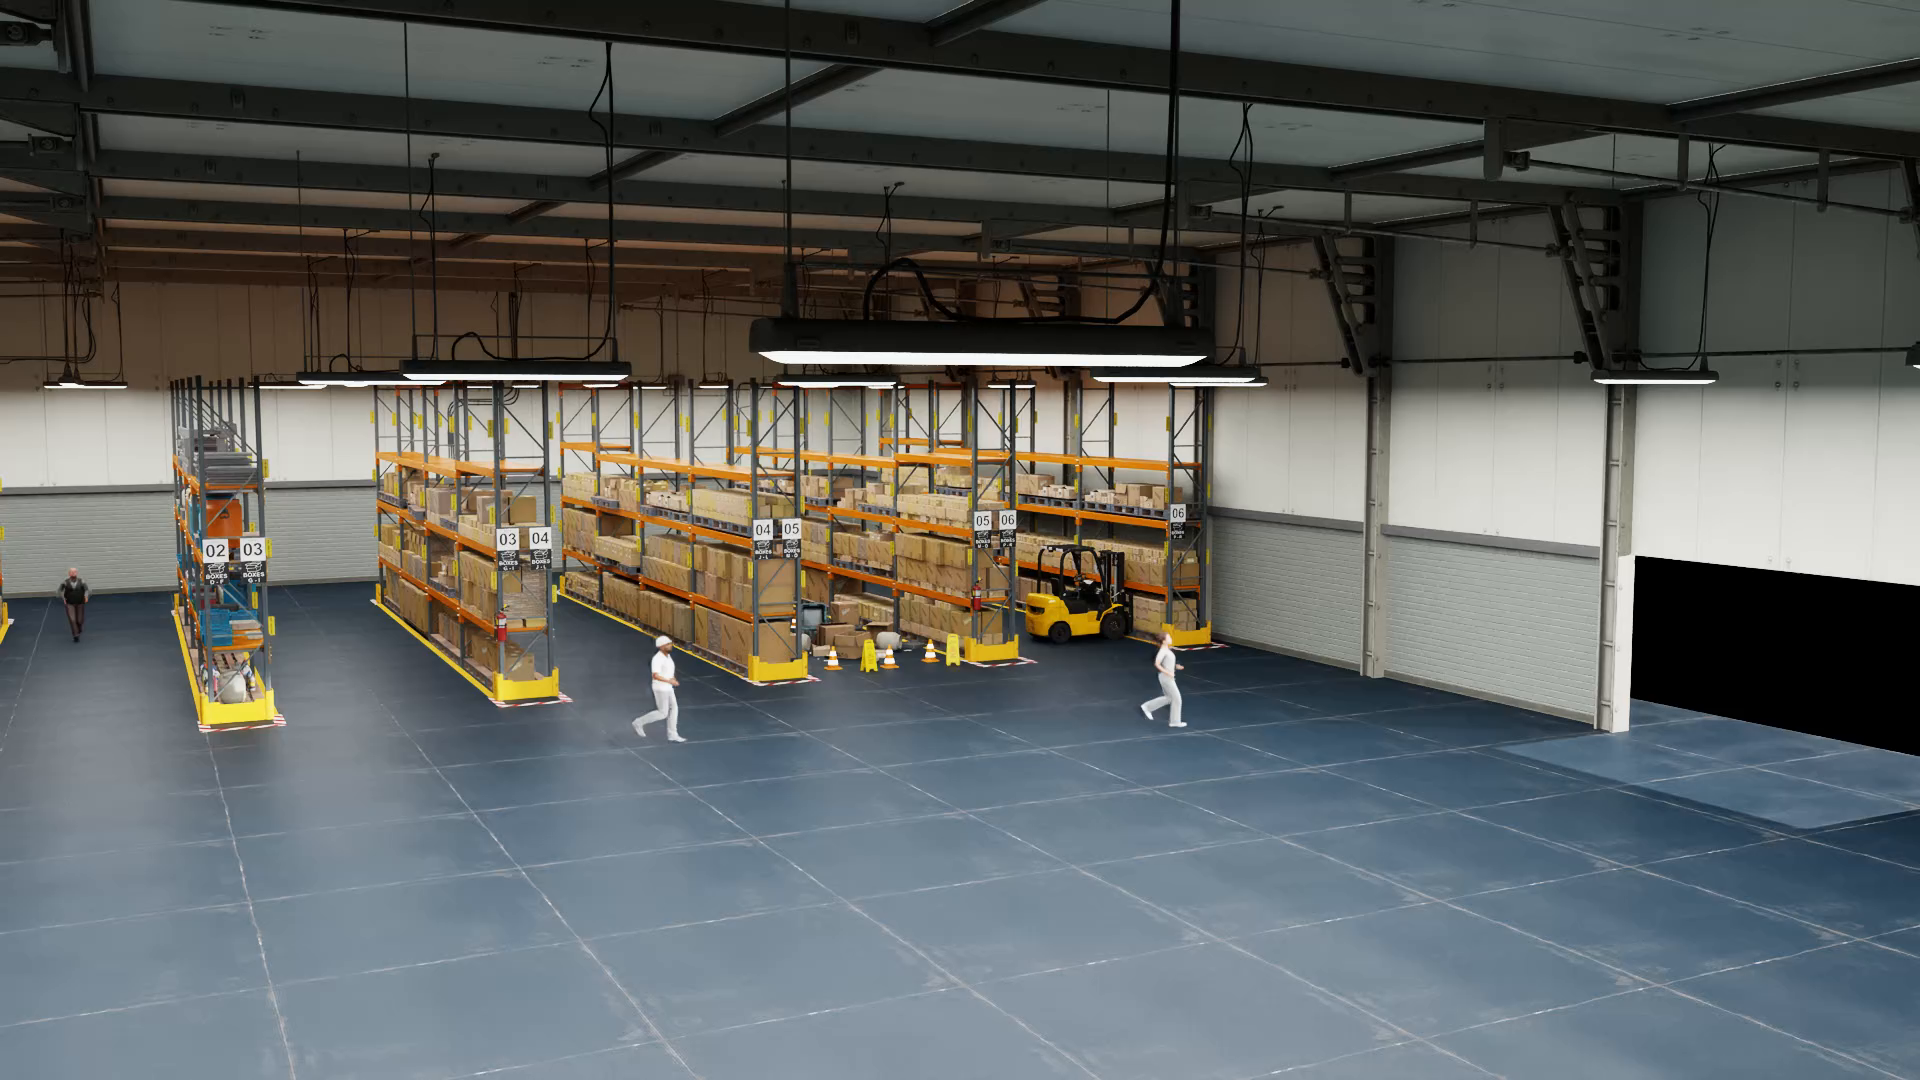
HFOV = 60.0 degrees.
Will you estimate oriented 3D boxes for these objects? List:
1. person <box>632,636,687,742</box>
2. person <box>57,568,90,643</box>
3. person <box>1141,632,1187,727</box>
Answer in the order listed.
[{"bbox_3d":[-4.906,2.443,27.206,0.862,1.760,0.708,0,5,3],"label":"person"},{"bbox_3d":[-20.401,1.490,38.307,0.661,1.696,0.722,-3,6,-32],"label":"person"},{"bbox_3d":[3.490,2.379,28.420,0.802,1.635,0.575,1,5,12],"label":"person"}]
